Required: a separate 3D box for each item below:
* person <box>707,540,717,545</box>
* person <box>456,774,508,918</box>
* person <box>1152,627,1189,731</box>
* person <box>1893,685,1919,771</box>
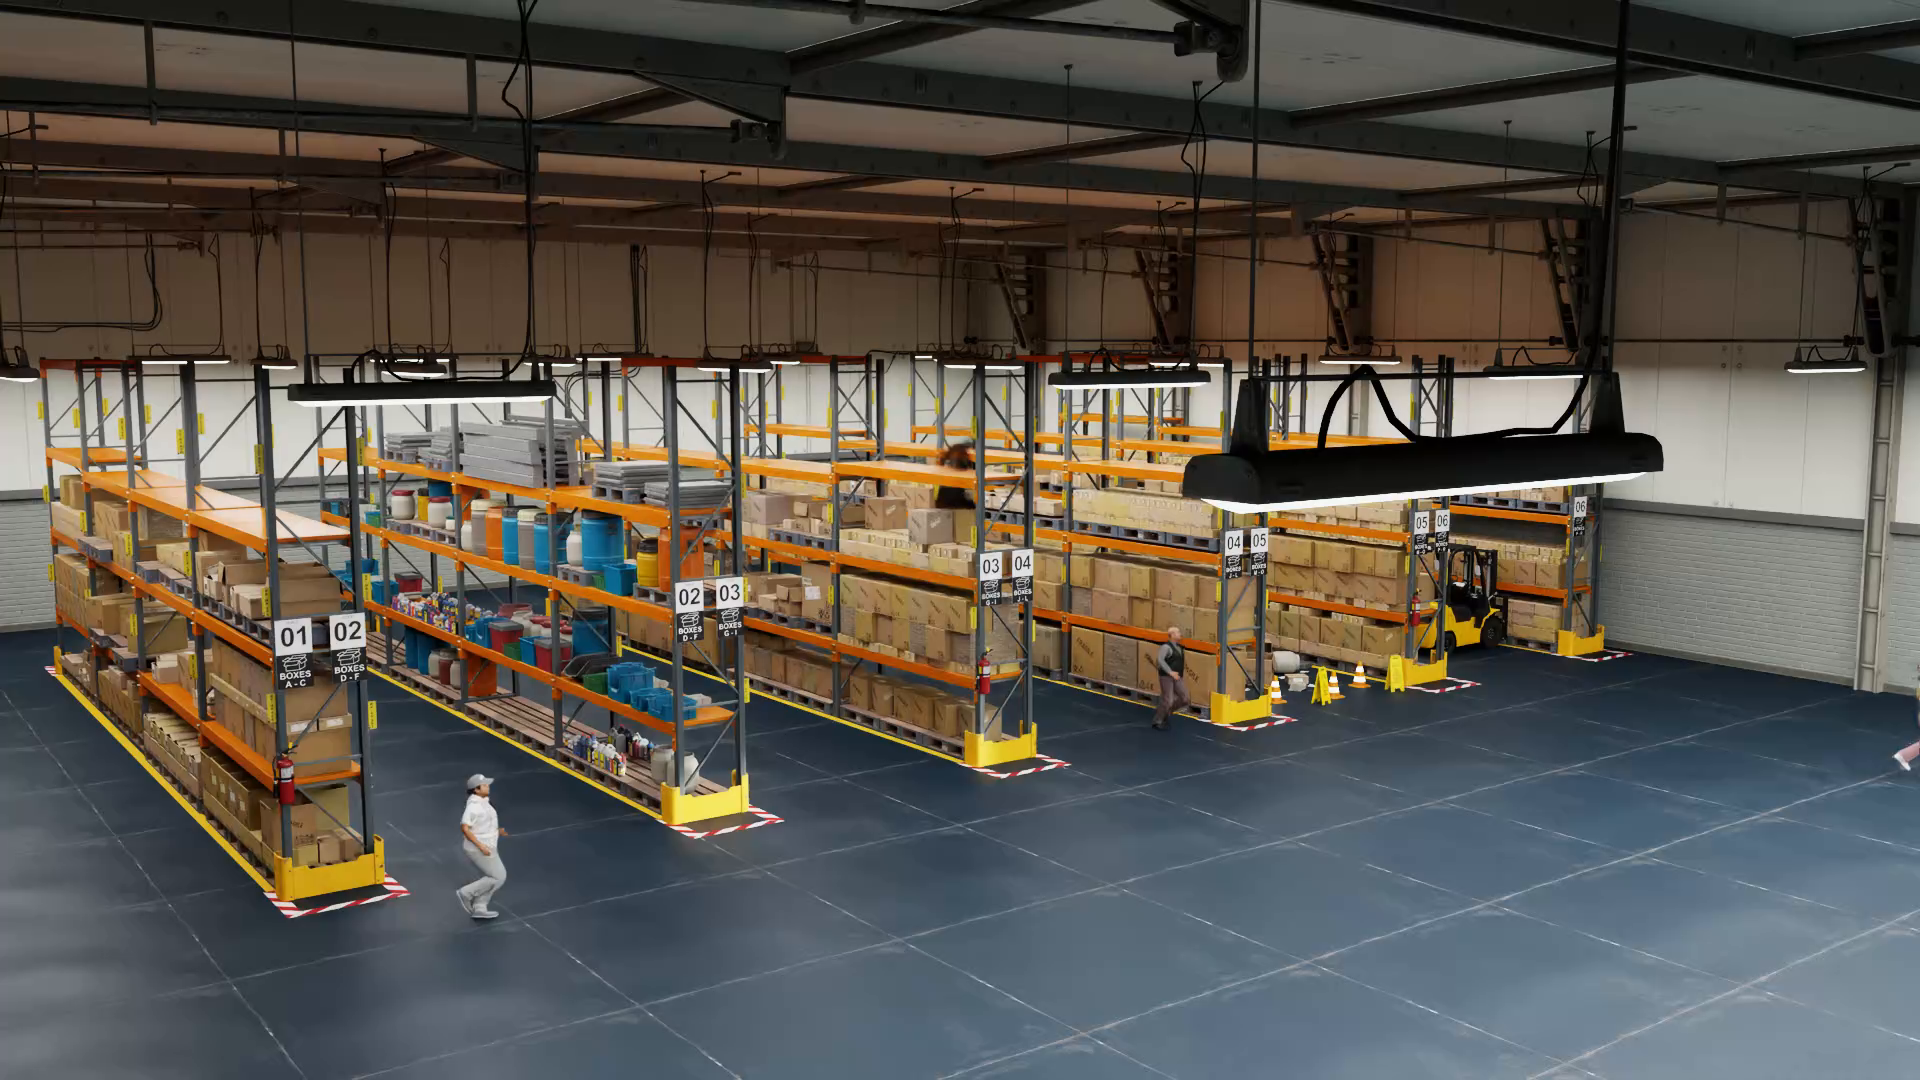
[{"bbox_3d":[-5.865,0.812,39.147,0.646,1.651,0.892,-2,7,-14],"label":"person"},{"bbox_3d":[-5.231,3.356,18.191,0.553,1.621,0.618,-2,7,-13],"label":"person"},{"bbox_3d":[3.497,2.251,27.154,0.544,1.662,0.712,6,9,41],"label":"person"},{"bbox_3d":[13.994,2.625,24.069,0.769,1.663,0.587,1,7,7],"label":"person"}]
